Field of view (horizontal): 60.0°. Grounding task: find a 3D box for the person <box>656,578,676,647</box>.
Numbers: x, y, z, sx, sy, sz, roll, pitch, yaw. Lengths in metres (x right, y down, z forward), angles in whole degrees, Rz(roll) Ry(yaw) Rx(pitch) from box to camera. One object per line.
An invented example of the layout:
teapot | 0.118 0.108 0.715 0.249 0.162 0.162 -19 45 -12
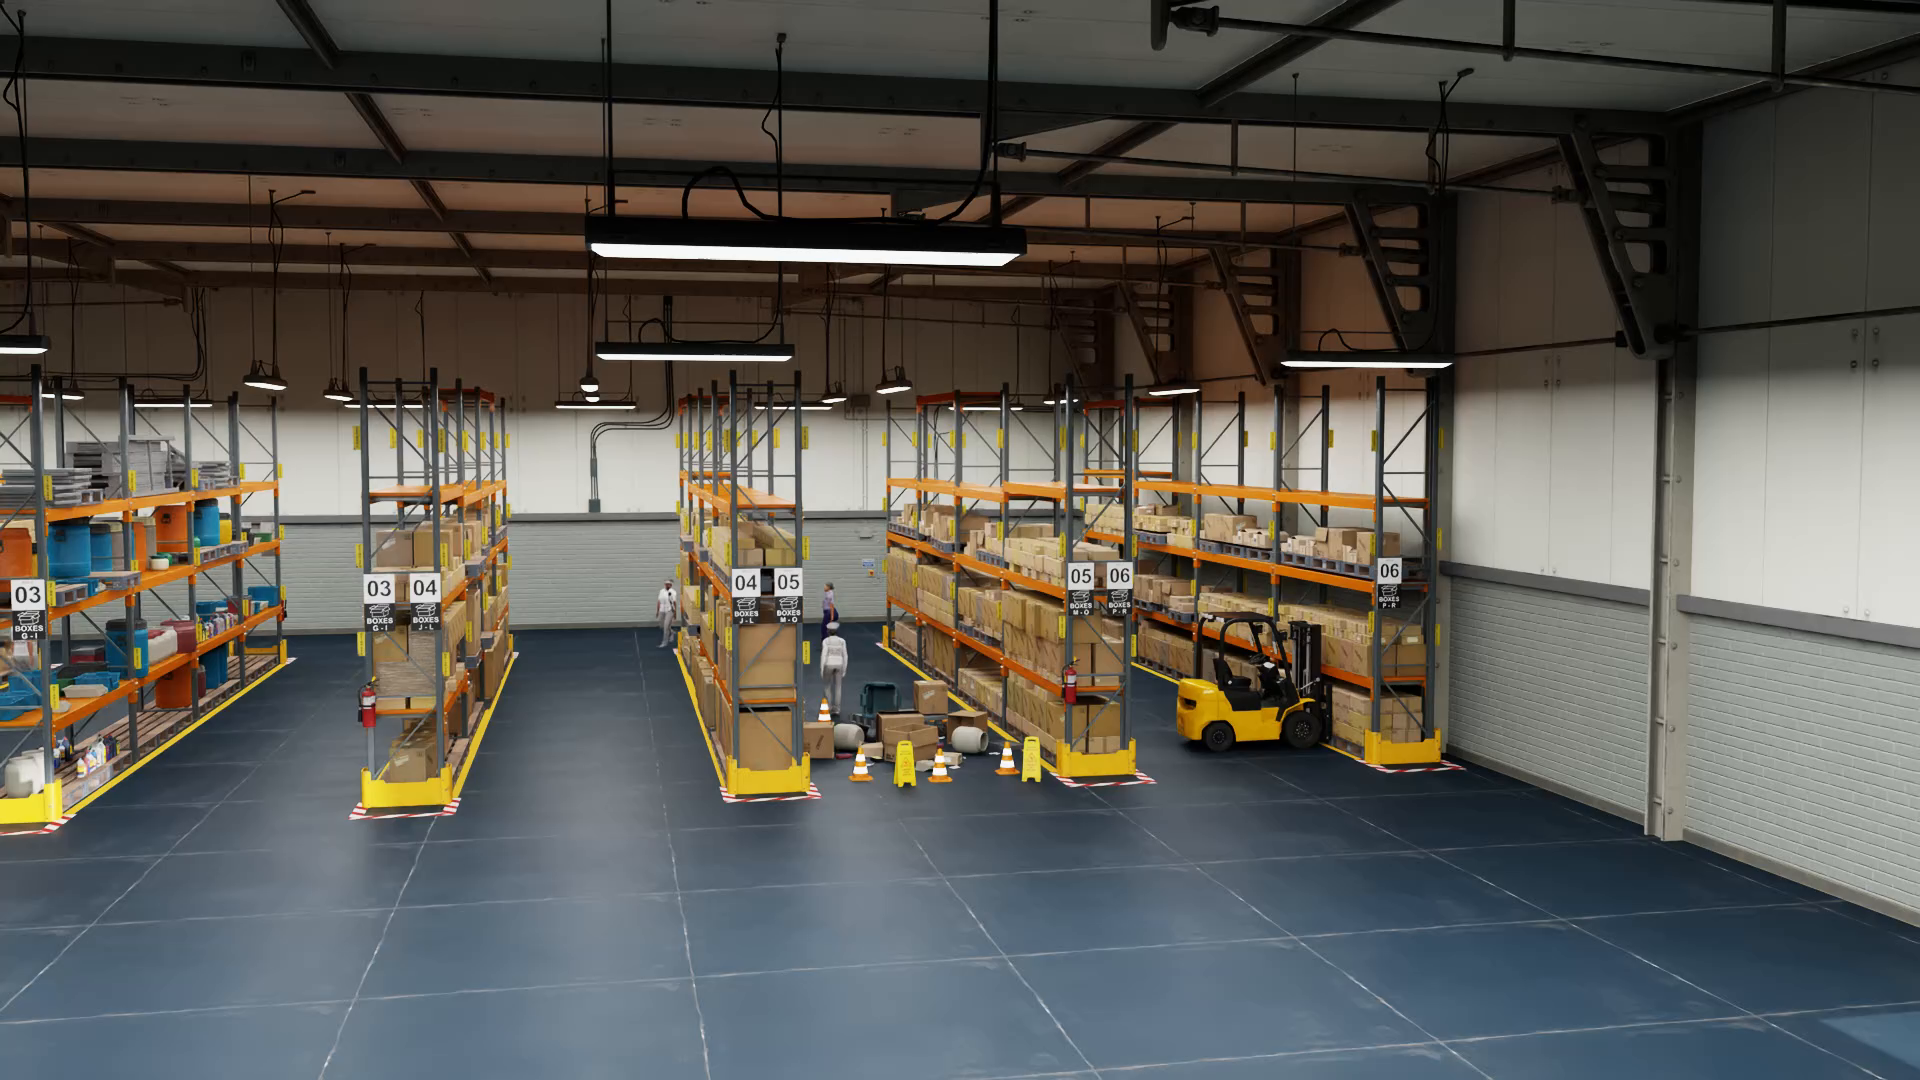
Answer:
person | -7.121 1.750 40.539 0.461 1.671 0.781 1 4 24

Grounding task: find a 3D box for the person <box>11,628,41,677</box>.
person | -17.861 2.222 31.776 0.598 1.738 0.553 0 3 -1

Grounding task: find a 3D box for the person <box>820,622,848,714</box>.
person | -2.311 2.374 30.480 0.522 1.741 0.580 -1 4 -16

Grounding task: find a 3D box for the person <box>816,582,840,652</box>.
person | -3.125 1.842 39.687 0.610 1.664 0.519 0 3 5
